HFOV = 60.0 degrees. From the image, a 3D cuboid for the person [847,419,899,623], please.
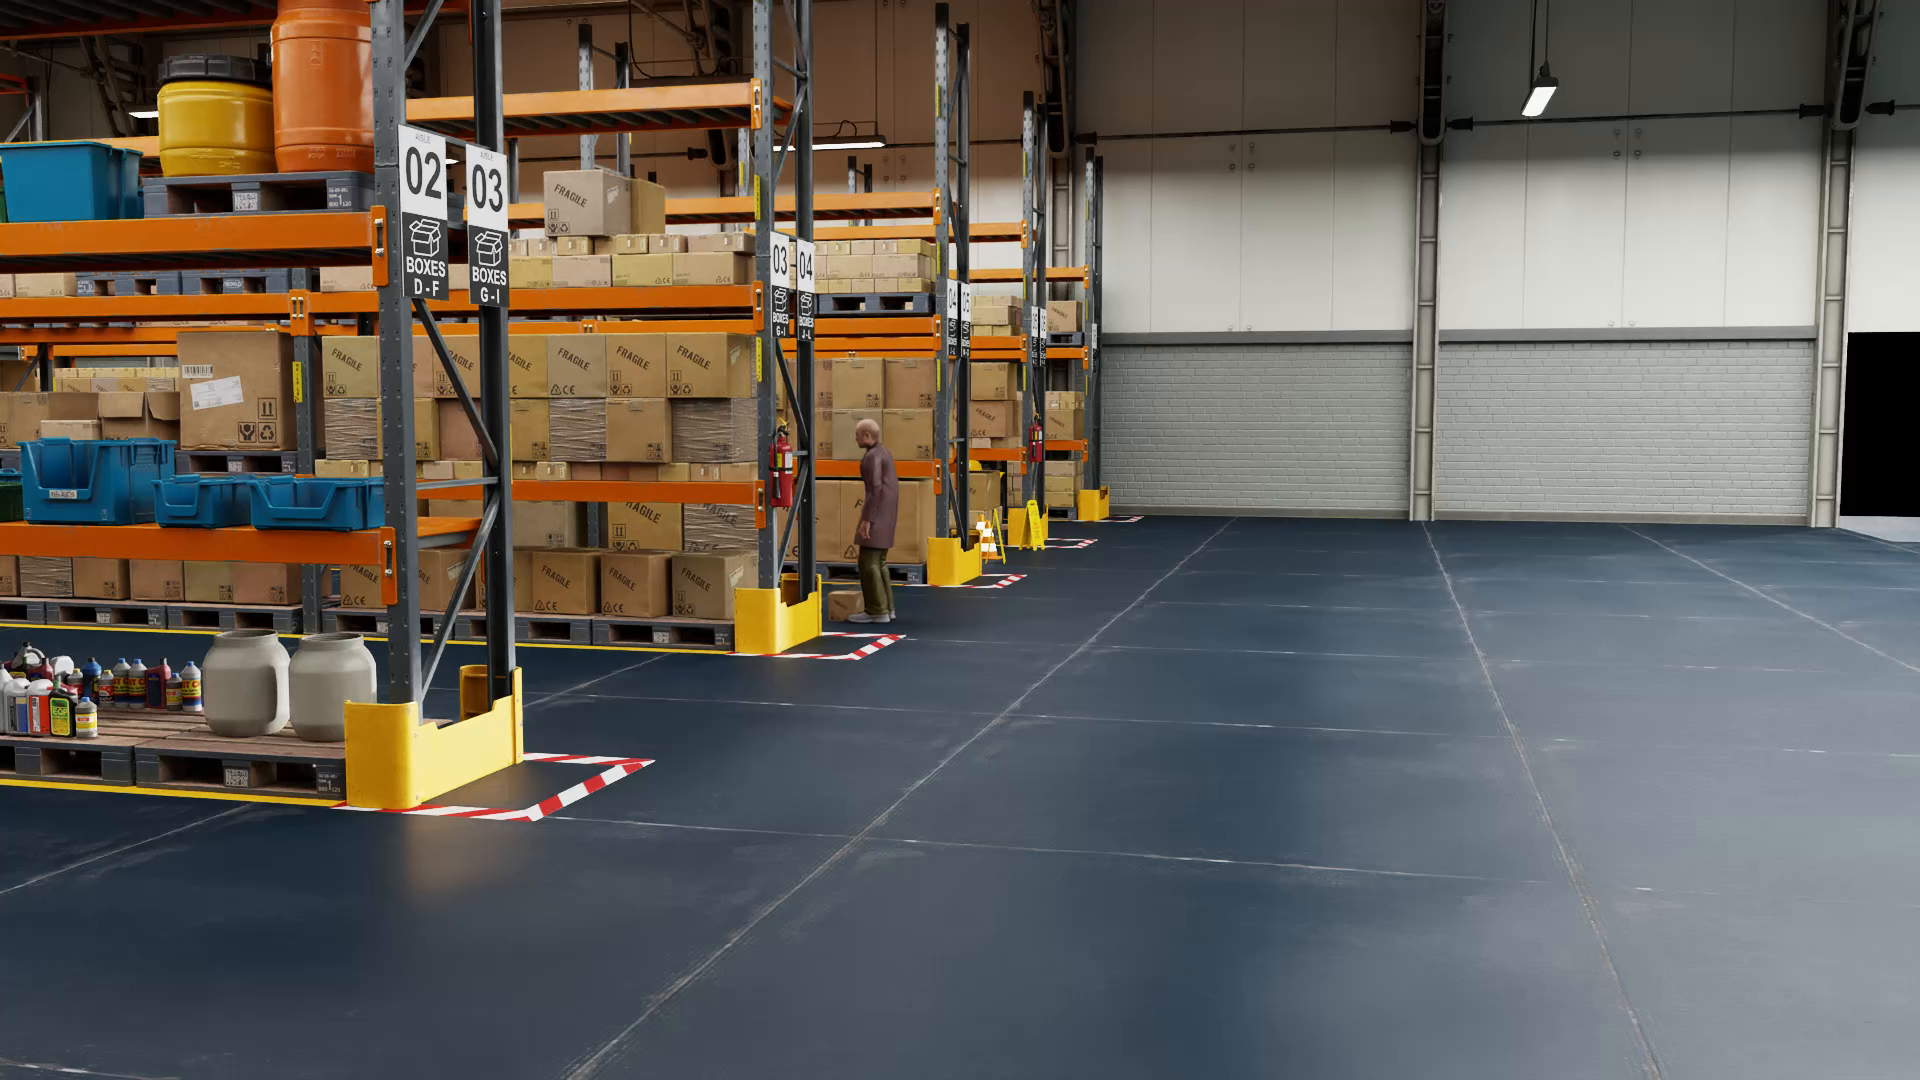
[{"bbox_3d":[-0.751,-0.170,14.533,0.428,1.772,0.640,1,5,11],"label":"person"}]
